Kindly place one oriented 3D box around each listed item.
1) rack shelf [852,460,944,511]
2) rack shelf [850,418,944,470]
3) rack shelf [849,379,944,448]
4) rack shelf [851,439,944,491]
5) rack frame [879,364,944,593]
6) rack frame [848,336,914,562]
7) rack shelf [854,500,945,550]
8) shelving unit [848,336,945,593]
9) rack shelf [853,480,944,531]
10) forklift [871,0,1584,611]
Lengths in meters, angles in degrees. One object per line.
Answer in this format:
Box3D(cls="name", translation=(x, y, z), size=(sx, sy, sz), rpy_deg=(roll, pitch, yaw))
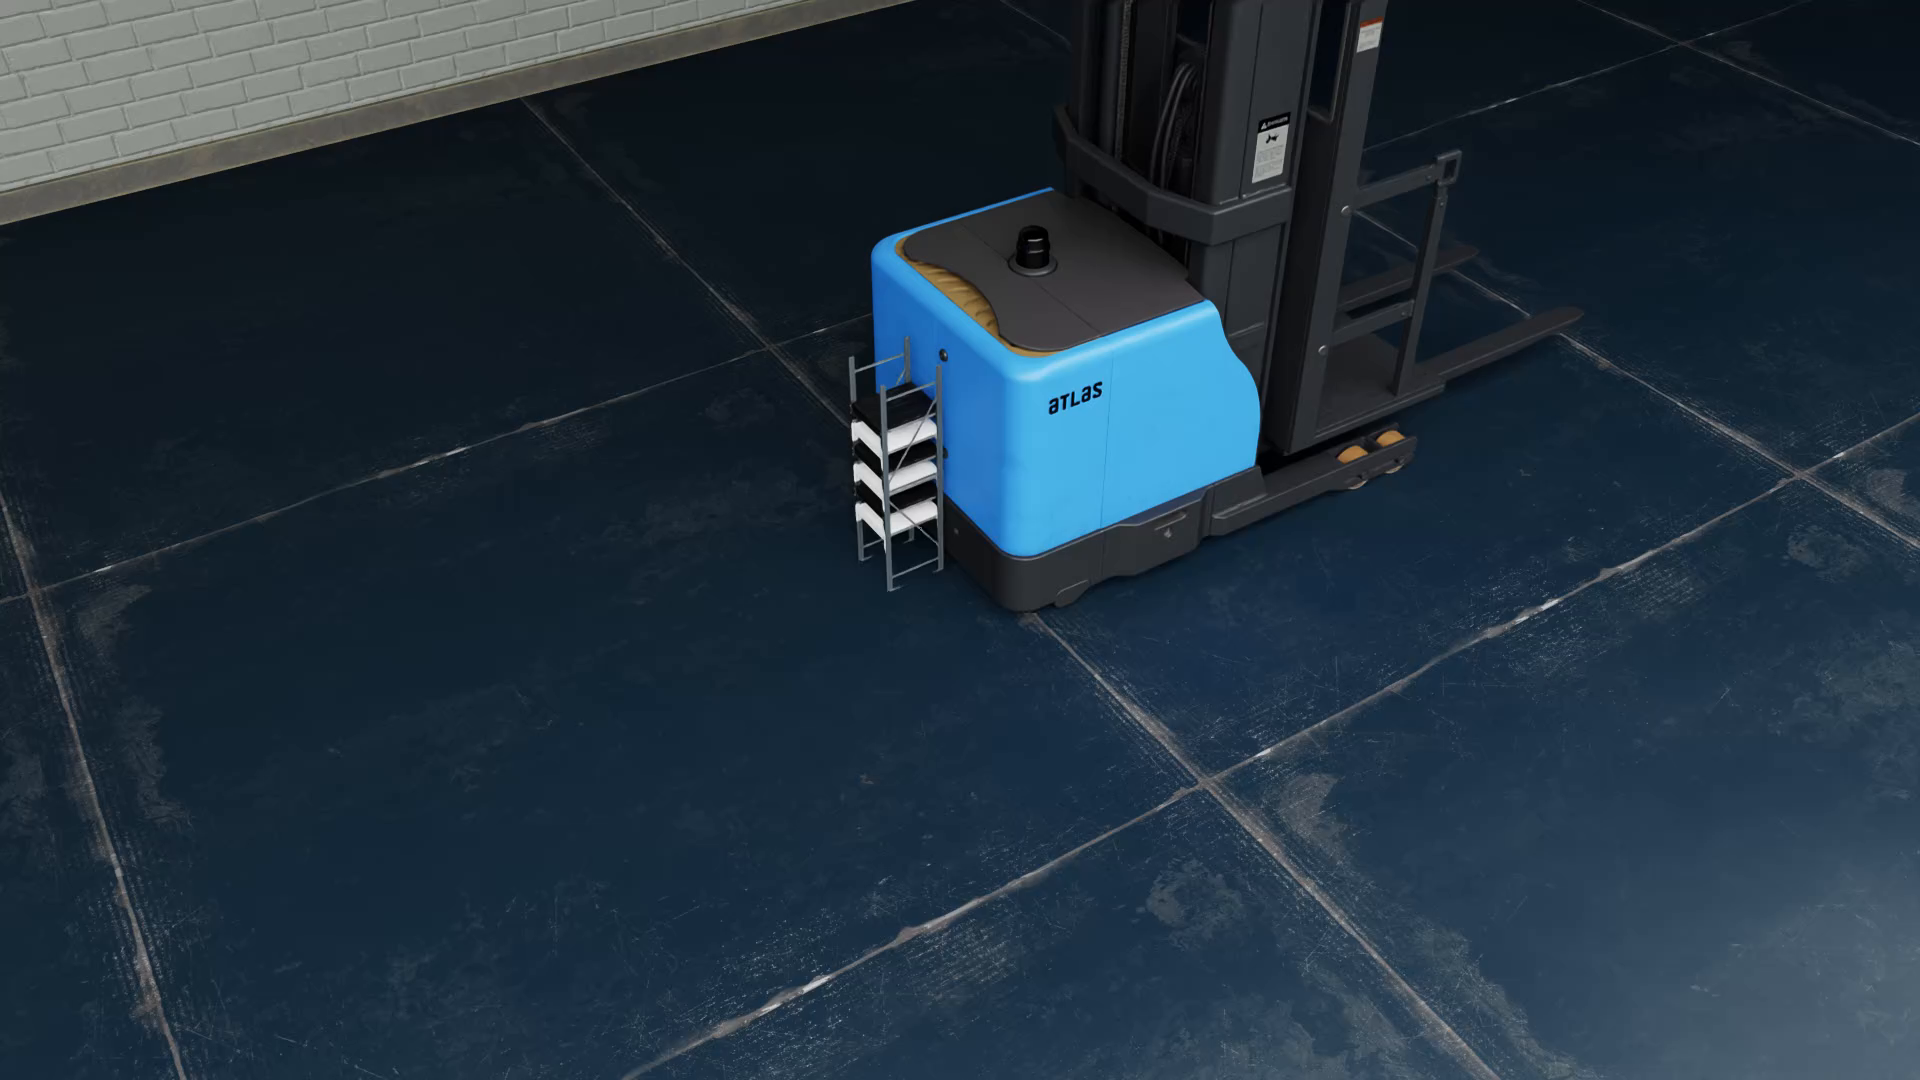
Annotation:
Box3D(cls="rack shelf", translation=(-0.218, -0.227, 5.872), size=(0.258, 0.077, 0.200), rpy_deg=(-23, 45, -25))
Box3D(cls="rack shelf", translation=(-0.218, -0.365, 5.756), size=(0.258, 0.077, 0.200), rpy_deg=(-23, 45, -25))
Box3D(cls="rack shelf", translation=(-0.218, -0.434, 5.699), size=(0.258, 0.077, 0.200), rpy_deg=(-23, 45, -25))
Box3D(cls="rack shelf", translation=(-0.218, -0.296, 5.814), size=(0.258, 0.077, 0.200), rpy_deg=(-23, 45, -25))
Box3D(cls="rack frame", translation=(-0.162, -0.198, 5.785), size=(0.240, 0.900, 0.006), rpy_deg=(-23, 45, -25))
Box3D(cls="rack frame", translation=(-0.273, -0.307, 5.916), size=(0.240, 0.900, 0.006), rpy_deg=(-23, 45, -25))
Box3D(cls="rack shelf", translation=(-0.218, -0.089, 5.987), size=(0.258, 0.077, 0.200), rpy_deg=(-23, 45, -25))
Box3D(cls="shelving unit", translation=(-0.218, -0.253, 5.850), size=(0.258, 0.900, 0.210), rpy_deg=(-23, 45, -25))
Box3D(cls="rack shelf", translation=(-0.218, -0.158, 5.929), size=(0.258, 0.077, 0.200), rpy_deg=(-23, 45, -25))
Box3D(cls="forklift", translation=(1.194, -1.591, 5.869), size=(3.031, 2.935, 1.130), rpy_deg=(-22, 44, -24))
